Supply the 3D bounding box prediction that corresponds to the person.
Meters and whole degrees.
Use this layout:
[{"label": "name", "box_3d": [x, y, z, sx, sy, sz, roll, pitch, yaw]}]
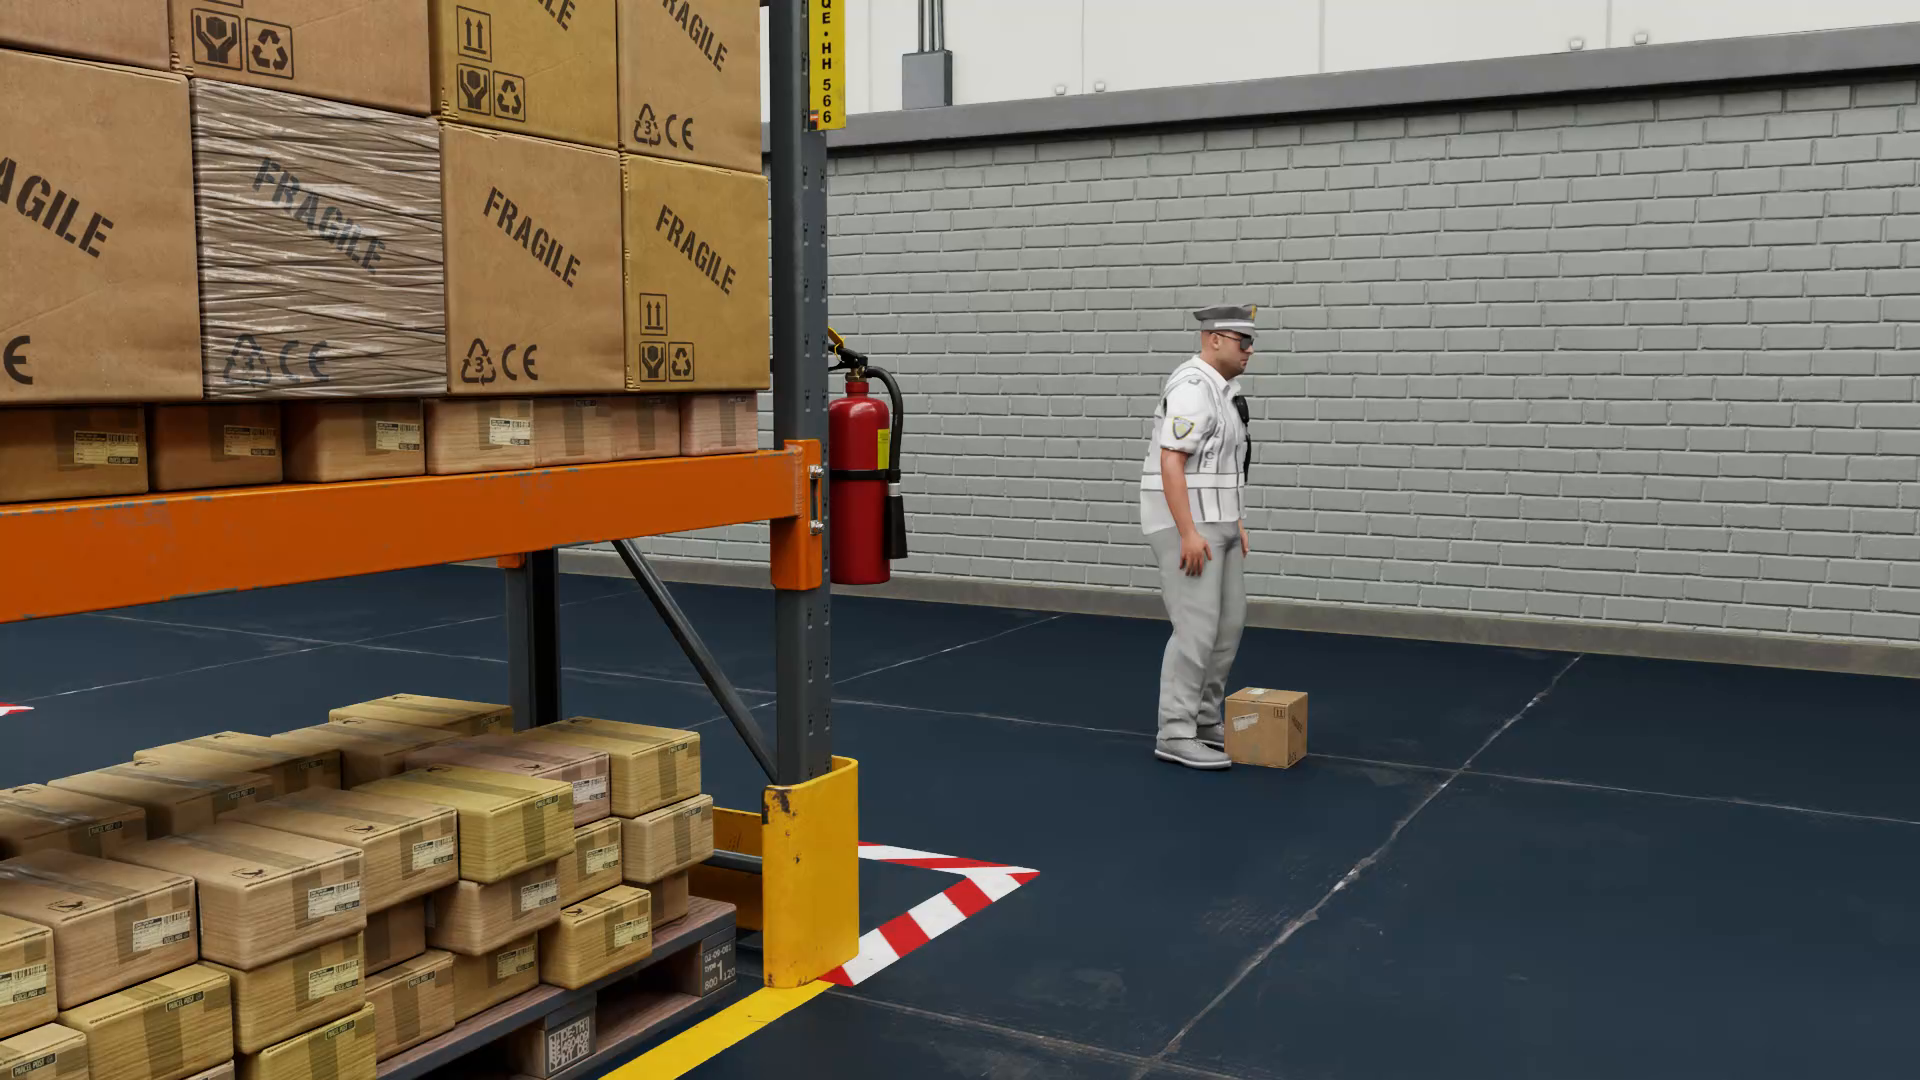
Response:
[{"label": "person", "box_3d": [0.937, -0.037, 6.455, 0.435, 1.747, 0.585, 3, 7, 29]}]
